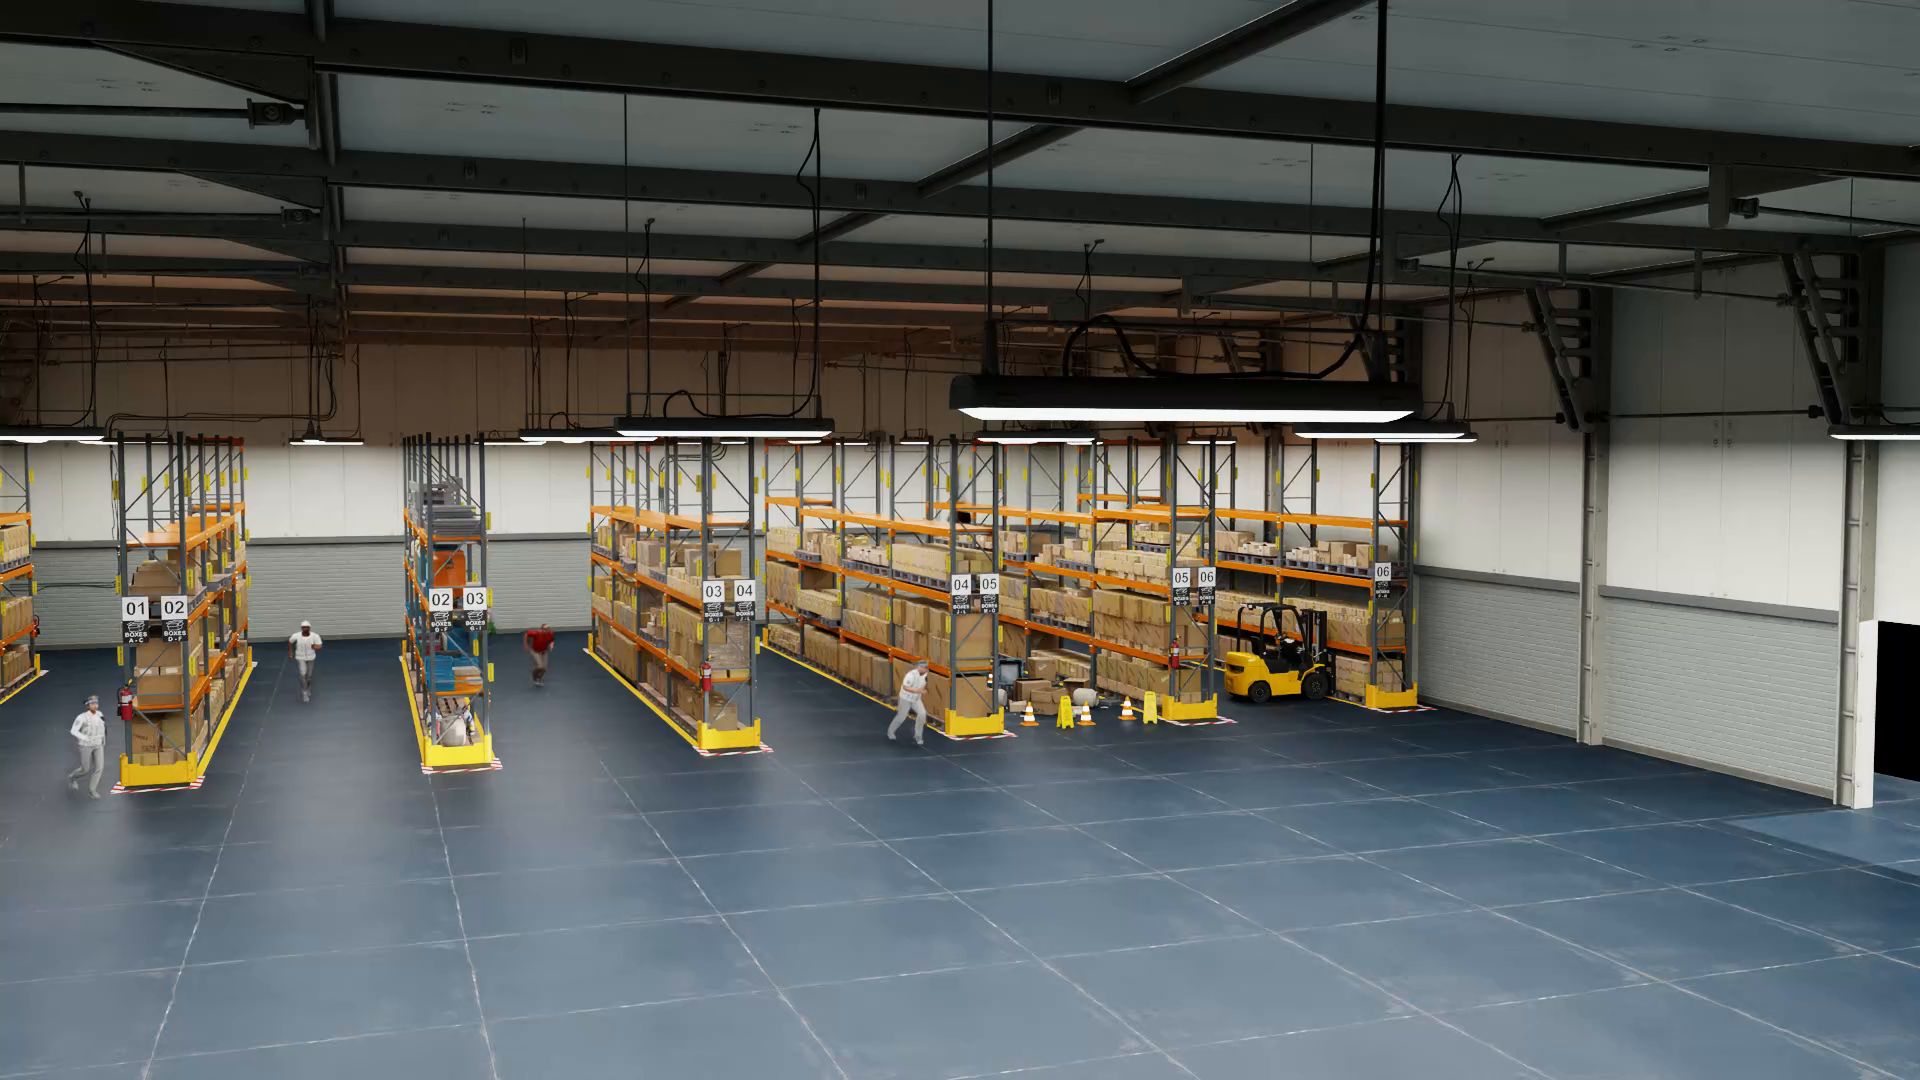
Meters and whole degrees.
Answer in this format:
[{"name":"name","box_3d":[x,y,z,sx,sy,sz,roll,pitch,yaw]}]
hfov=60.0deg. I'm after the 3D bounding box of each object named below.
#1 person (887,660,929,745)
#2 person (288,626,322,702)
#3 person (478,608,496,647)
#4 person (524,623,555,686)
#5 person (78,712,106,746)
[{"name":"person","box_3d":[-1.007,3.146,32.251,1.010,1.712,0.435,3,4,38]},{"name":"person","box_3d":[-14.864,2.754,37.789,0.677,1.781,0.877,-2,4,-31]},{"name":"person","box_3d":[-13.437,2.213,47.206,0.543,1.685,0.656,-1,3,-23]},{"name":"person","box_3d":[-10.059,2.746,39.771,0.694,1.551,0.890,-2,4,-38]},{"name":"person","box_3d":[-14.210,3.111,27.268,0.426,0.600,0.464,2,4,32]}]
